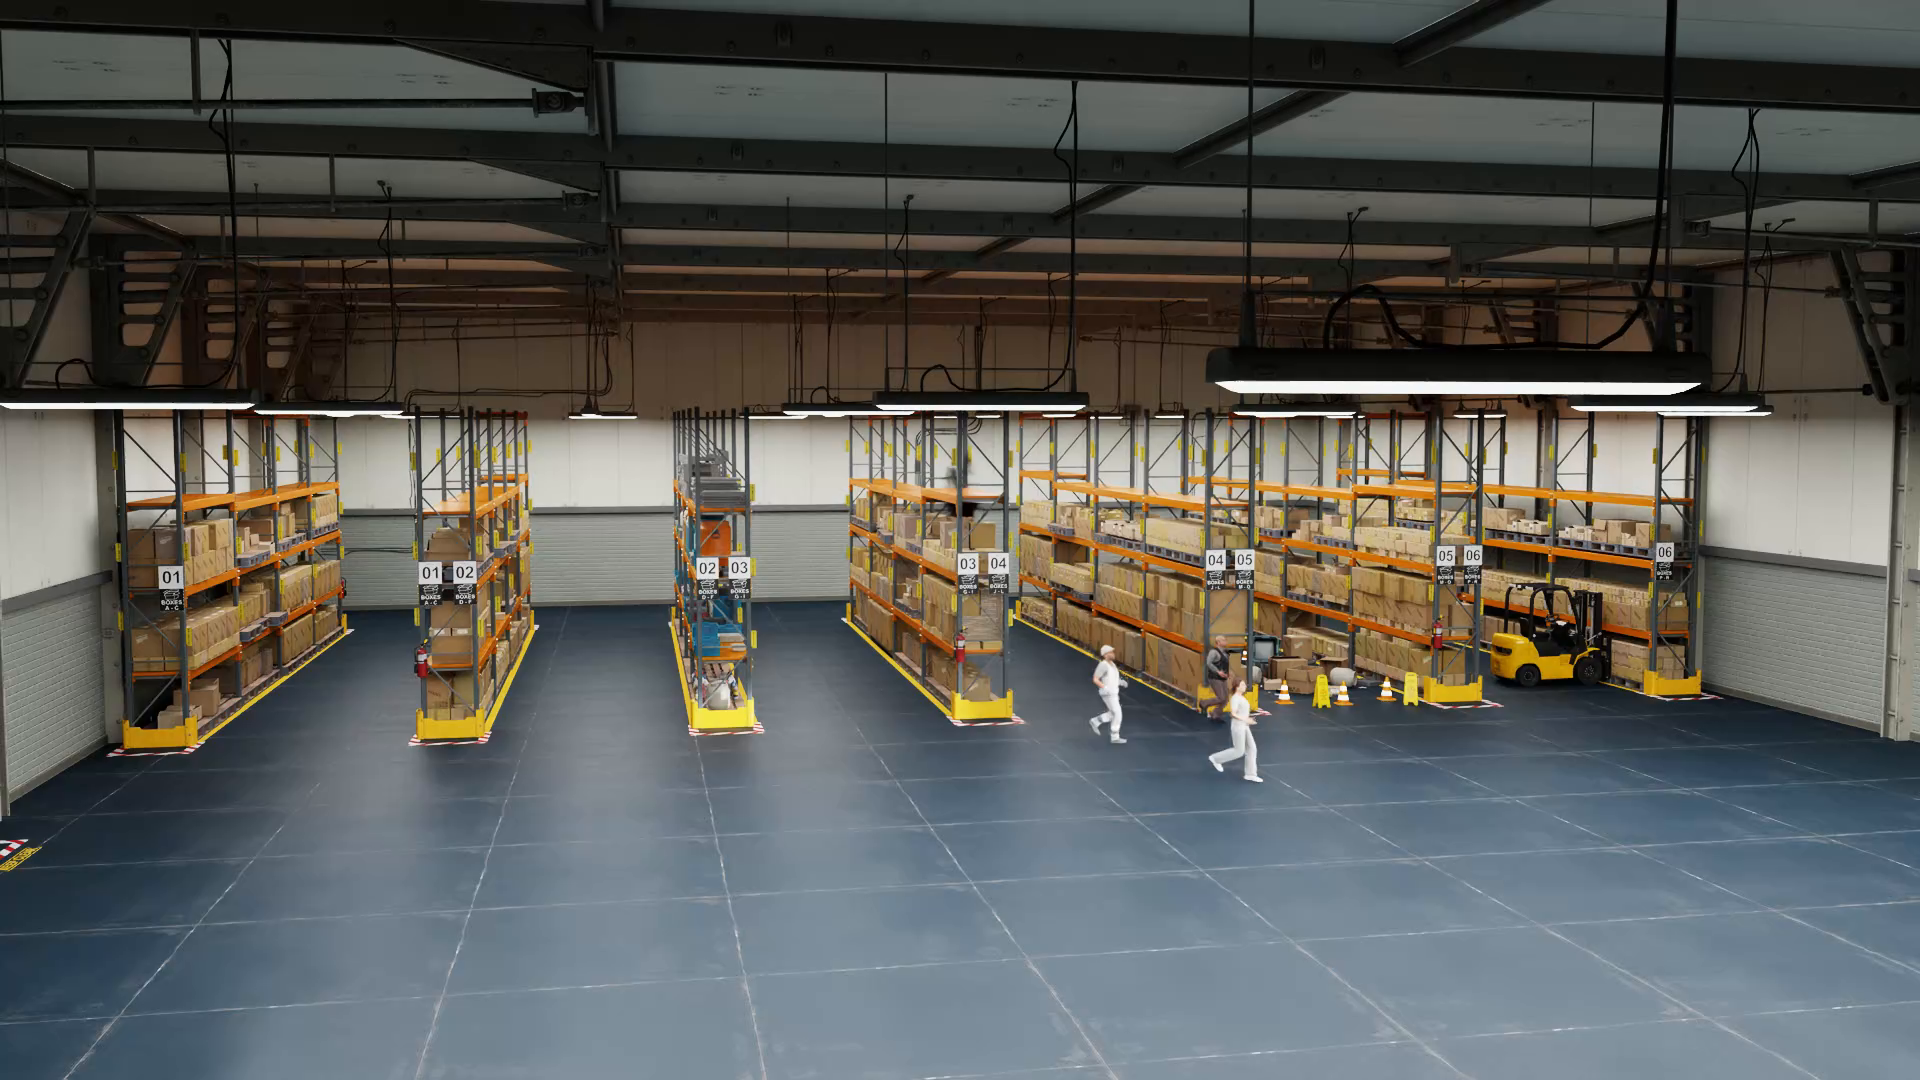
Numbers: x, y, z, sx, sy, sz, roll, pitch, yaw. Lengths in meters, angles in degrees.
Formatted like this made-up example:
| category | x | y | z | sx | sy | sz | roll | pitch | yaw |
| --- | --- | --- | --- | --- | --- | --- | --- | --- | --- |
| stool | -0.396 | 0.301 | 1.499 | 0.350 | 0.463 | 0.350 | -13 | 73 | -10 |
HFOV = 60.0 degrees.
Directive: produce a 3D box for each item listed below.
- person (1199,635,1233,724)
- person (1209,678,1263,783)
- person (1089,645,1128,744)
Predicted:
| category | x | y | z | sx | sy | sz | roll | pitch | yaw |
| --- | --- | --- | --- | --- | --- | --- | --- | --- | --- |
| person | 4.890 | 2.645 | 31.692 | 0.597 | 1.671 | 0.649 | 3 | 5 | 37 |
| person | 4.425 | 3.022 | 26.547 | 0.866 | 1.664 | 0.576 | 2 | 4 | 22 |
| person | 2.621 | 2.744 | 29.631 | 0.767 | 1.746 | 0.652 | 2 | 5 | 27 |
